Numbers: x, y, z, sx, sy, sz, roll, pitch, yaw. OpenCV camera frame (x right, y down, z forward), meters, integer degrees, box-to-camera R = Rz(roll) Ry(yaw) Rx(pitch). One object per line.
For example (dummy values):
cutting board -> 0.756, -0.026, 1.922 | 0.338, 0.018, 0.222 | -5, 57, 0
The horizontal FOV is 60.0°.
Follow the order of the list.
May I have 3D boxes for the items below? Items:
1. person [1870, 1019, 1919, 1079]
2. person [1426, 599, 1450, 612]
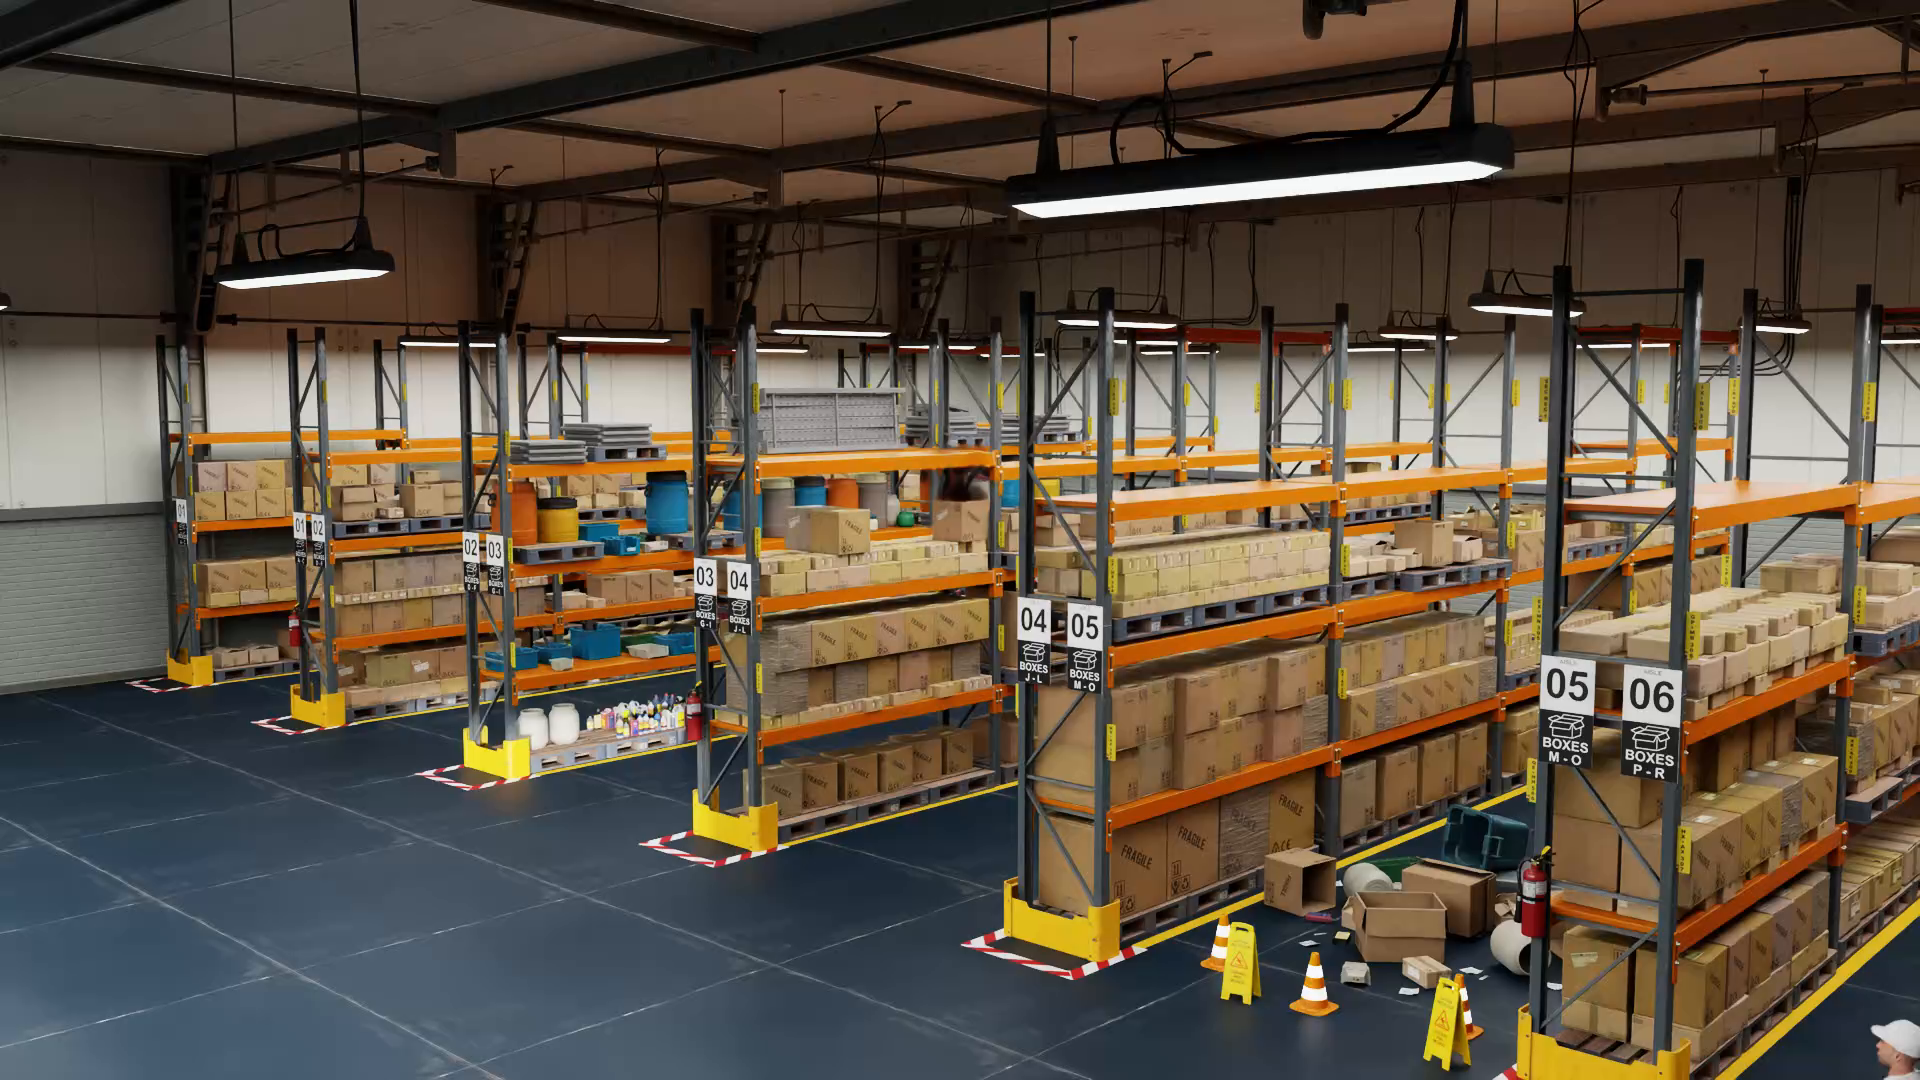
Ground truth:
person -> 5.030, 3.450, 8.932 | 0.899, 1.775, 0.526 | 3, 6, 29
person -> 8.958, 1.397, 31.225 | 0.476, 1.708, 0.361 | 1, 5, 11
